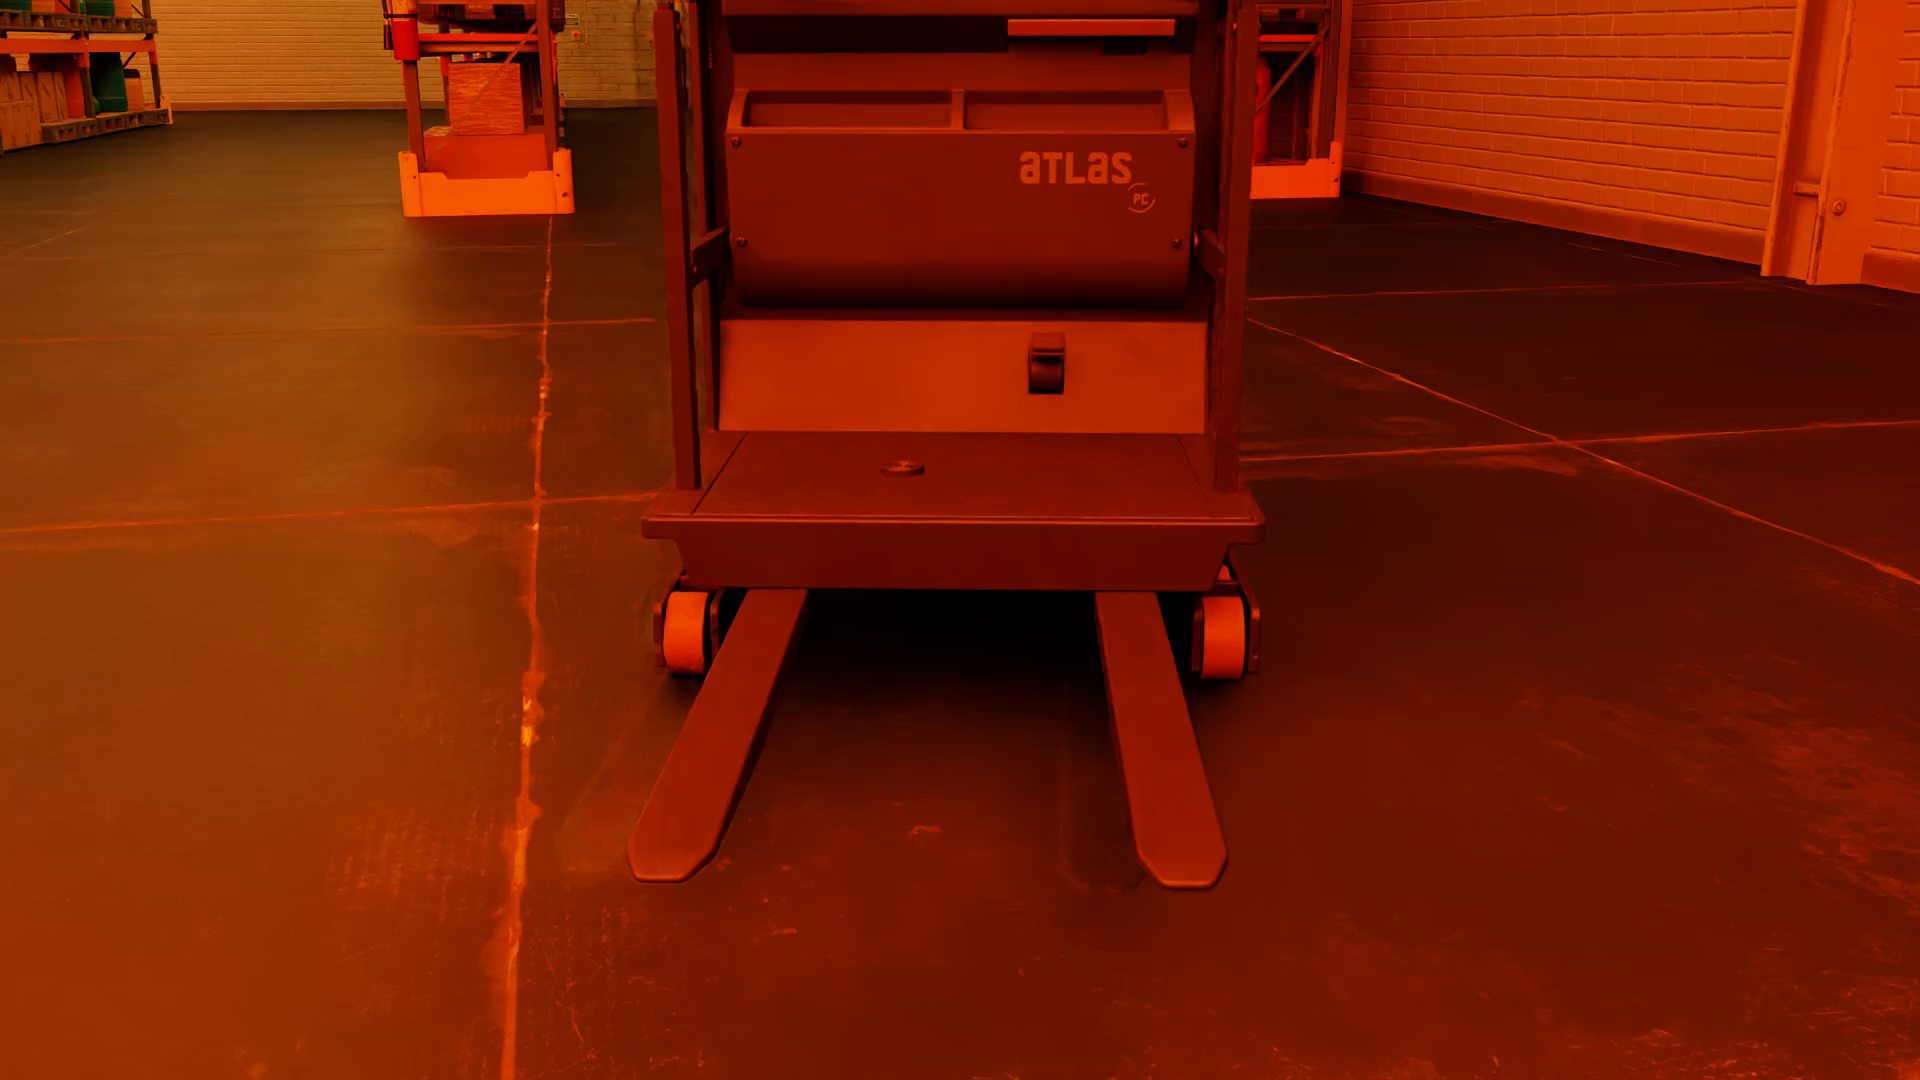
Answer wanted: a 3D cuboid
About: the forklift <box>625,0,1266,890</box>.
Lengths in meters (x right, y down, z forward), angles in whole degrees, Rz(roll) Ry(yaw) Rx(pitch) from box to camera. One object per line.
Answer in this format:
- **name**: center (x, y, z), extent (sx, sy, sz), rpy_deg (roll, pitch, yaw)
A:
- **forklift**: center (-0.002, -1.230, 3.007), extent (1.130, 2.935, 3.031), rpy_deg (0, 17, 1)
